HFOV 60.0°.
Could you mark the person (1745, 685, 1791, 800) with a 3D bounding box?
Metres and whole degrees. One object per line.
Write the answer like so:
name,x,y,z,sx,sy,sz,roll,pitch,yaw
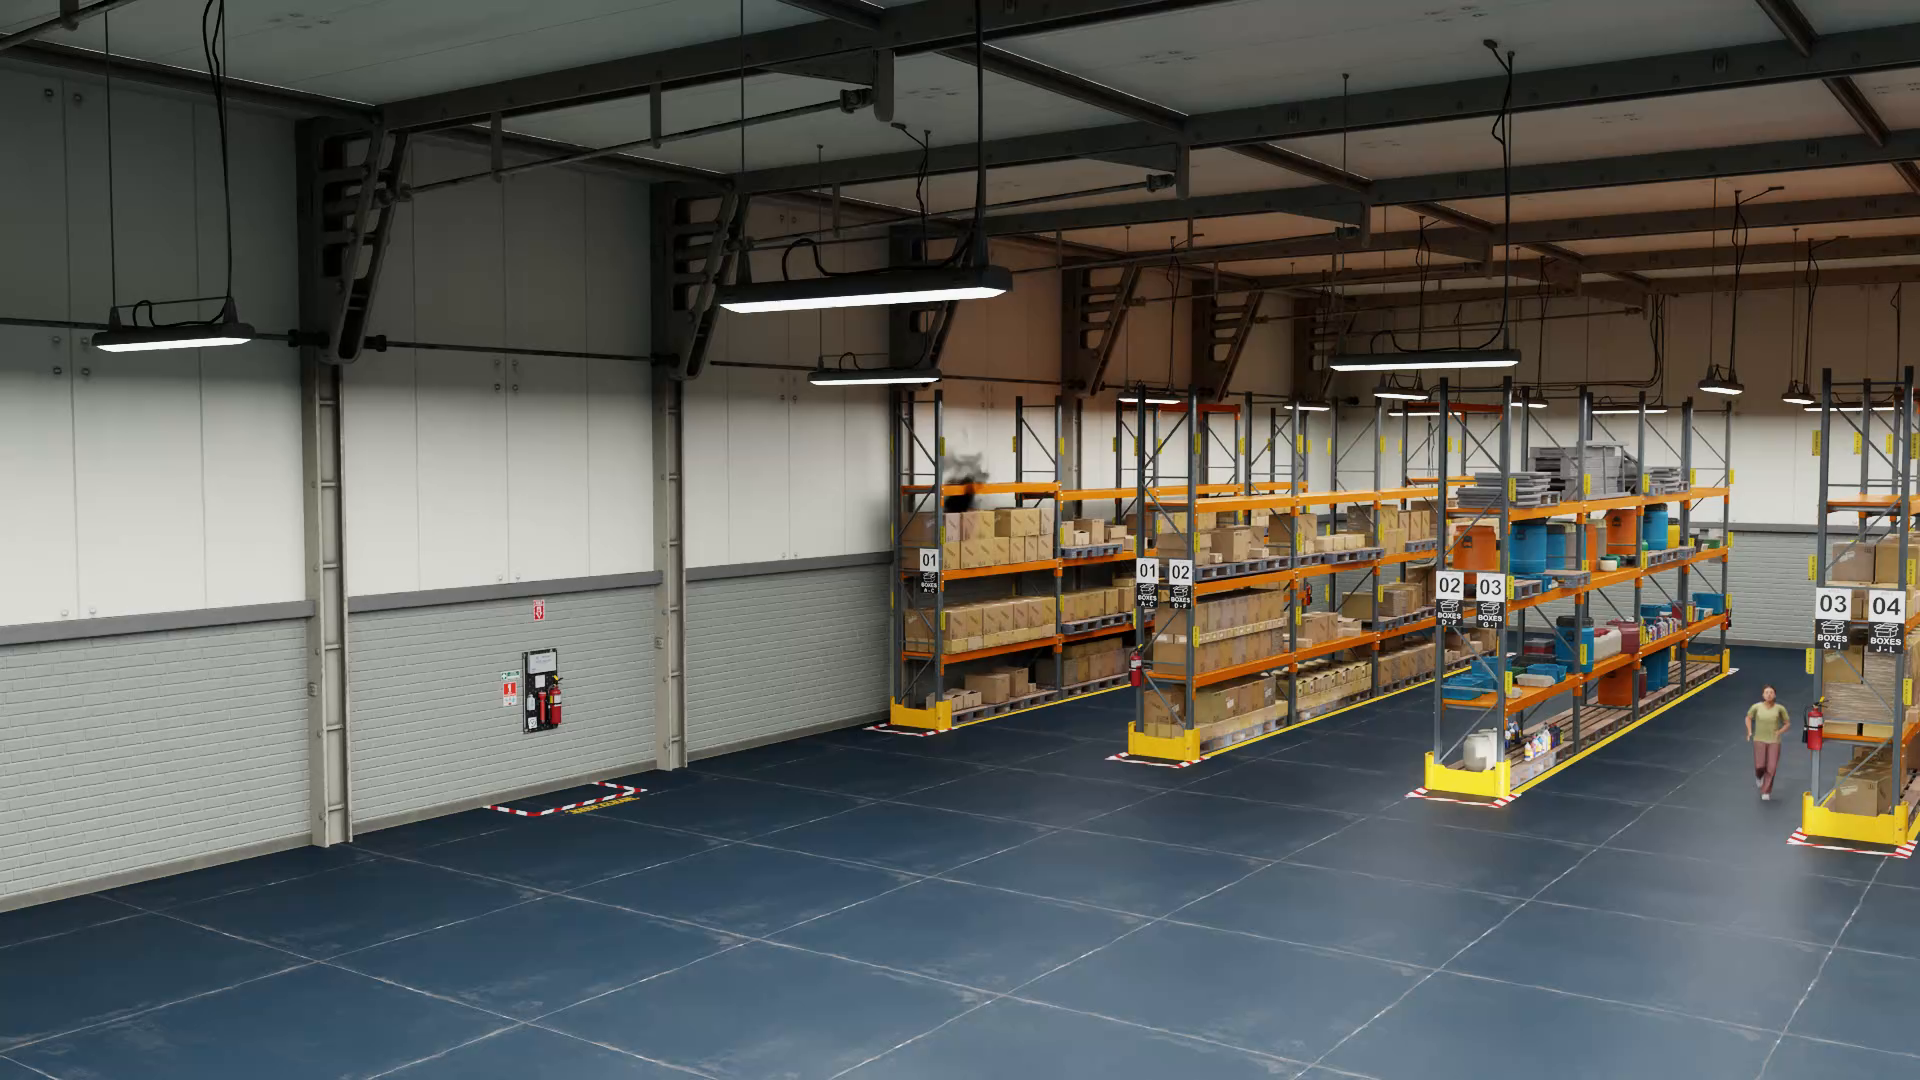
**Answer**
person,11.456,2.866,23.595,0.581,1.624,0.549,2,4,26
